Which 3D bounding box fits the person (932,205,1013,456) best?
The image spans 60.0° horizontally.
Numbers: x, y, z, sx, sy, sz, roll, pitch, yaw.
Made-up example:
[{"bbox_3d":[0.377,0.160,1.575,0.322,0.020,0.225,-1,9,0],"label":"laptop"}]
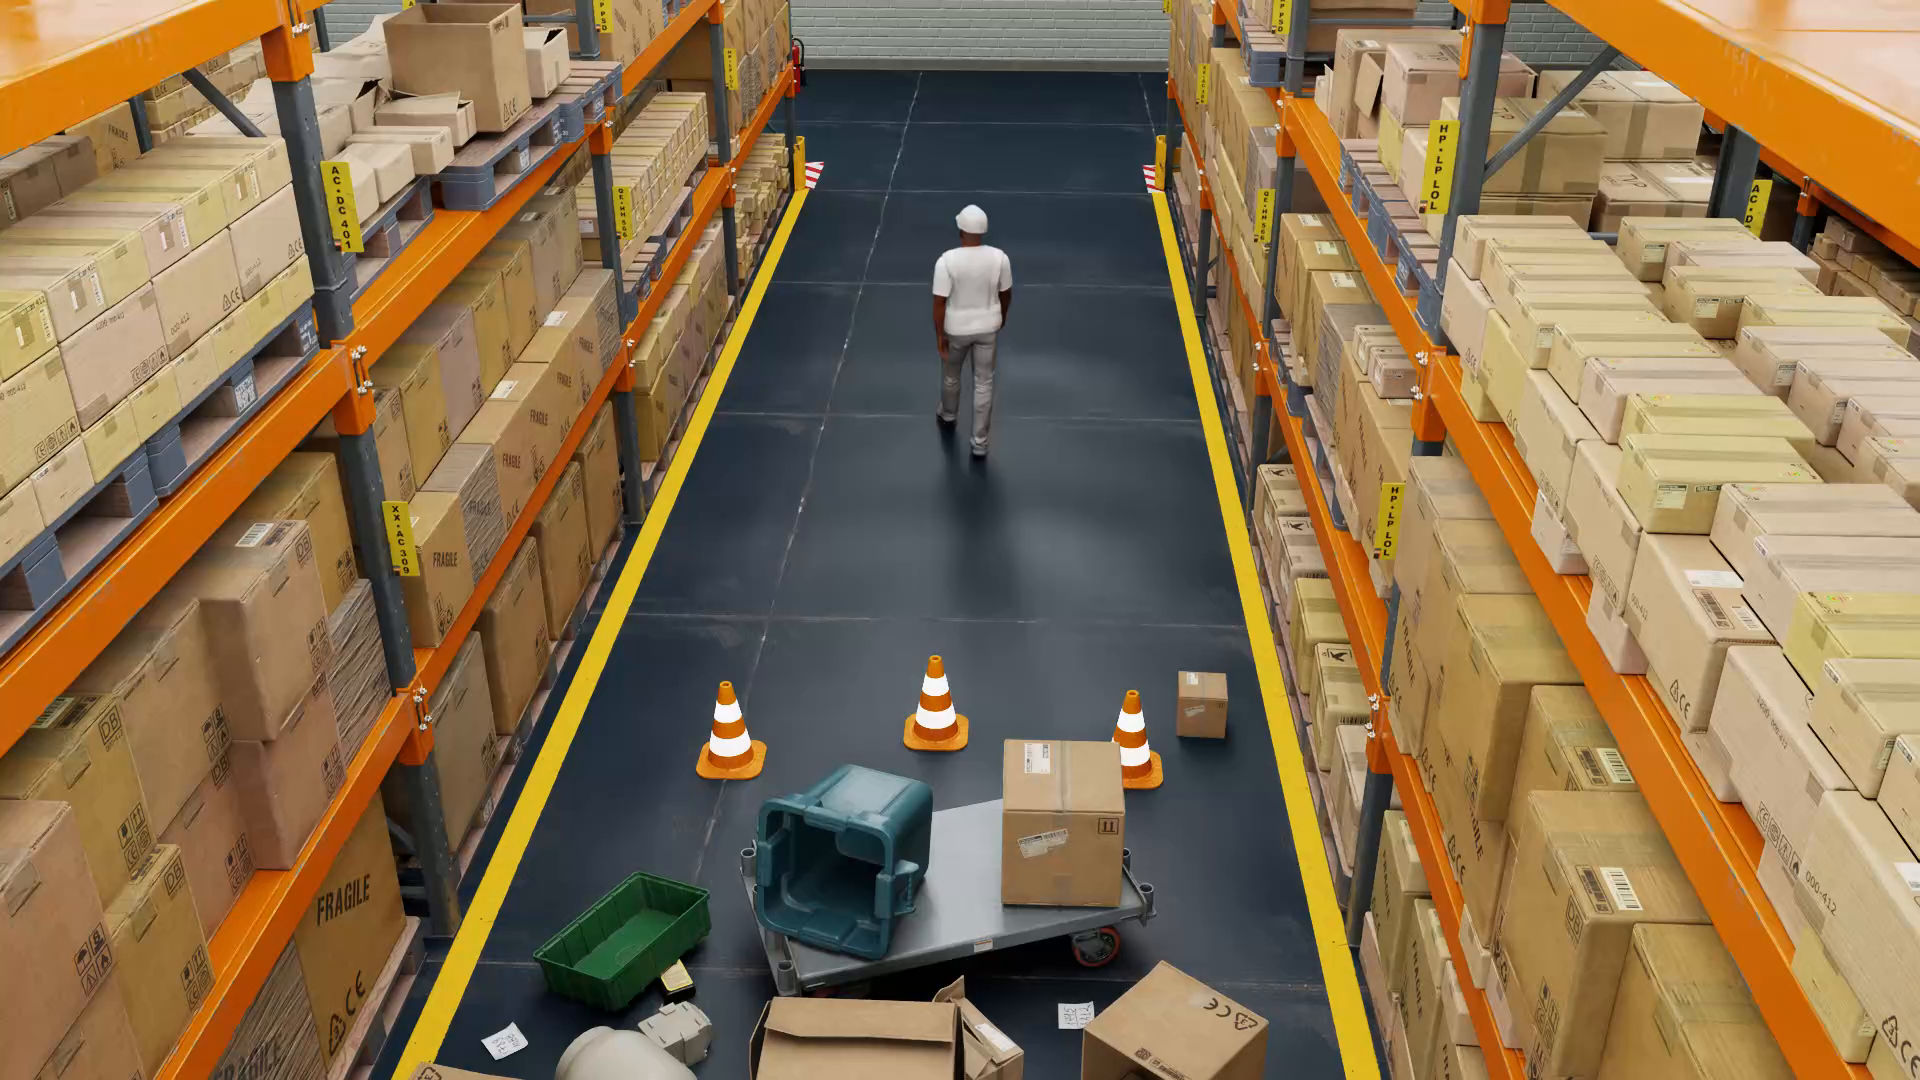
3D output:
[{"bbox_3d":[0.078,-1.550,11.732,0.567,1.726,0.920,-2,28,-4],"label":"person"}]
